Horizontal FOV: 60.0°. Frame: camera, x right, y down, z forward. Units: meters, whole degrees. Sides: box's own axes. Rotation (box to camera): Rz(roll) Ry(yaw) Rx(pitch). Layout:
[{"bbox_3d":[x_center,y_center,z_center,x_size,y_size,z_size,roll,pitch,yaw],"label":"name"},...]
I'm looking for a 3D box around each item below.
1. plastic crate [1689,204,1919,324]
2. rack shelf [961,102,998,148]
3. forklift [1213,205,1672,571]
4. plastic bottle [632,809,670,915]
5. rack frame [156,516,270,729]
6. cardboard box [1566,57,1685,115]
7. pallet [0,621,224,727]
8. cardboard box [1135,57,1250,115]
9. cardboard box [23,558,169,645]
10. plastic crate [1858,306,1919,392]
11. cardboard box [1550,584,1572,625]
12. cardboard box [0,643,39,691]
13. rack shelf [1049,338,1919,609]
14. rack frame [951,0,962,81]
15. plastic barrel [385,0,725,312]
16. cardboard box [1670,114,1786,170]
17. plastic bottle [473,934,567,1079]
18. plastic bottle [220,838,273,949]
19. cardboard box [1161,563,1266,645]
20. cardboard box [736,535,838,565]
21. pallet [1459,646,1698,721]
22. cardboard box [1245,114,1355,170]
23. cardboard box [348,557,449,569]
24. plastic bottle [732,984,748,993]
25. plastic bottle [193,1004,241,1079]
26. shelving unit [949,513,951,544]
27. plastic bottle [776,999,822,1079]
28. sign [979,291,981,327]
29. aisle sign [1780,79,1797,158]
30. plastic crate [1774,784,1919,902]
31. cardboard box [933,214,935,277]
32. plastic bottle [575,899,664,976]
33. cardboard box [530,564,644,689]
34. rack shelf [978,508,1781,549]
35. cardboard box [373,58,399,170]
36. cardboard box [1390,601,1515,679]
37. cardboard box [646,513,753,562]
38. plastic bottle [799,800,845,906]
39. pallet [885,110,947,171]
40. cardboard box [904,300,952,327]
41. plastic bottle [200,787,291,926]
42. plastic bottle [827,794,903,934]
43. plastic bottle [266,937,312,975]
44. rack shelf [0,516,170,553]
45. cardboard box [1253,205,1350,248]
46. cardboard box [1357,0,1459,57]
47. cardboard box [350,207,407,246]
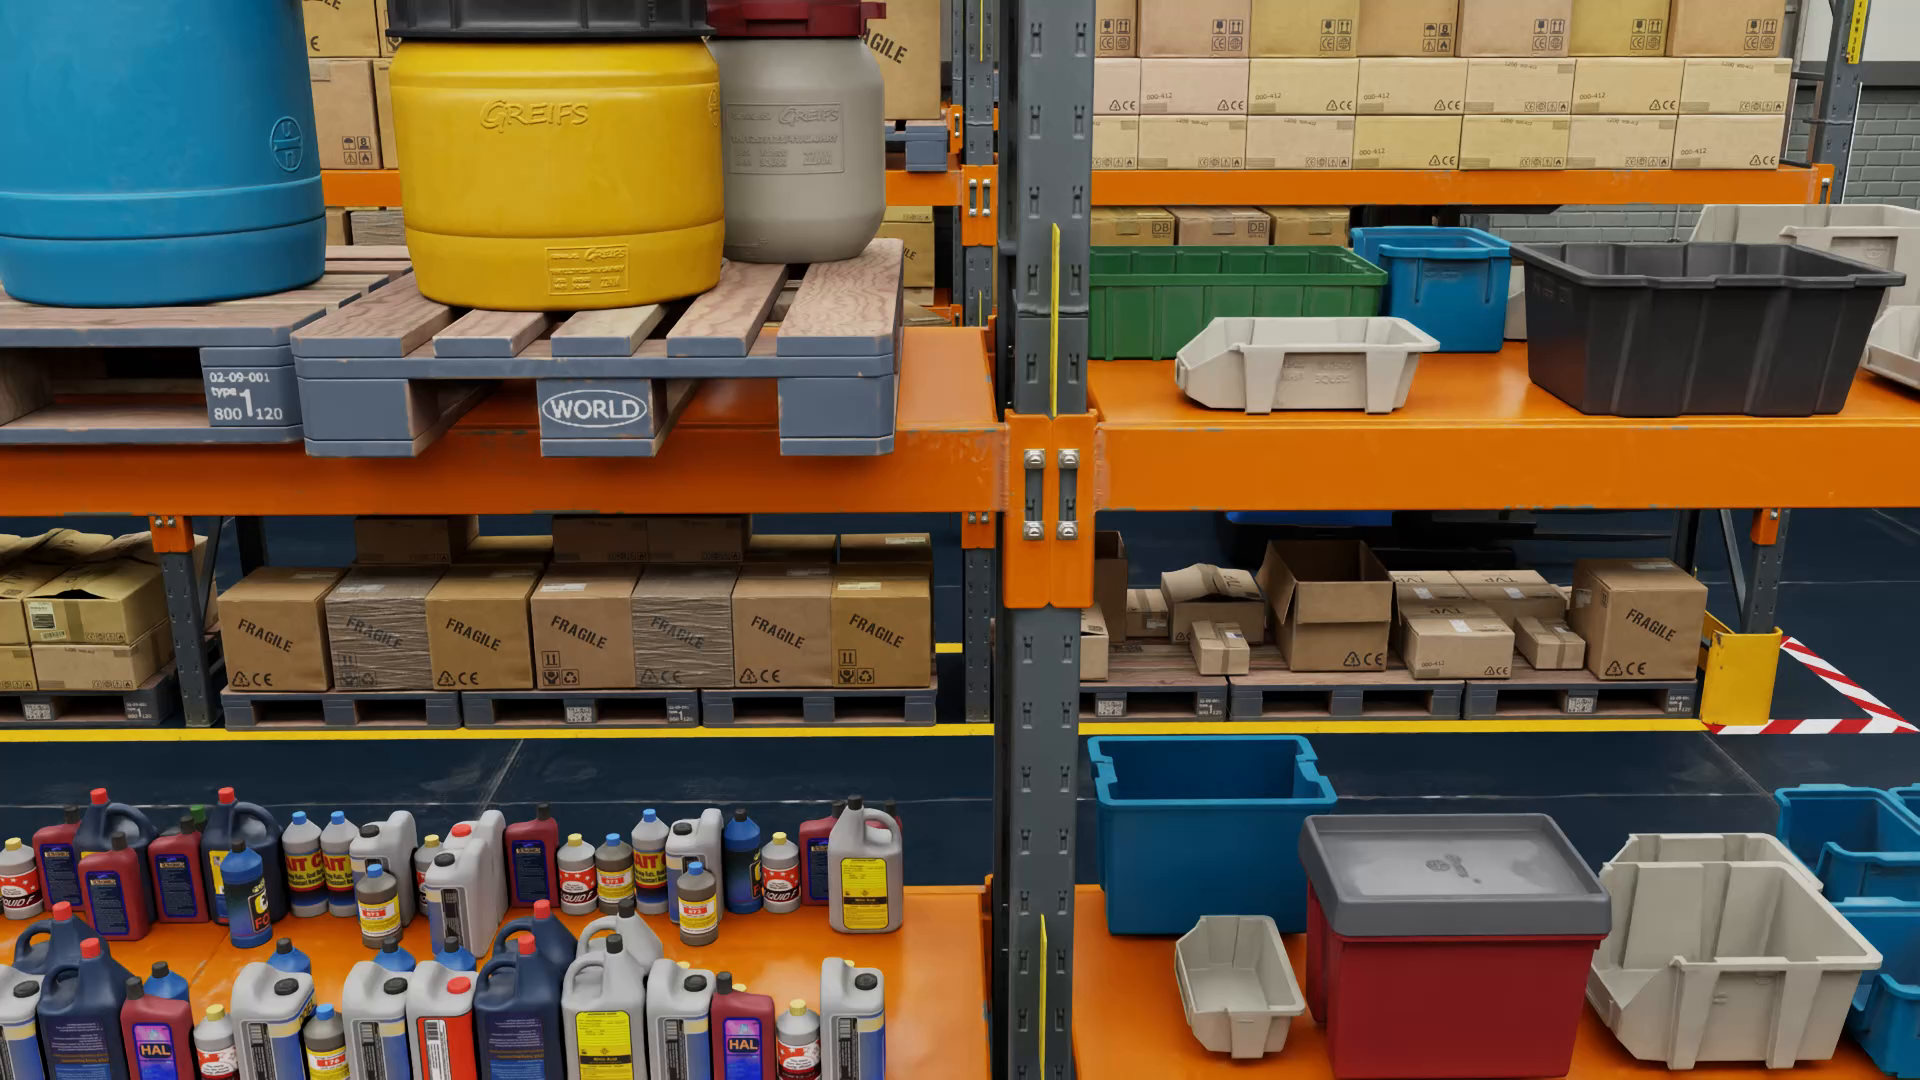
[{"bbox_3d":[1.937,-0.594,3.771,0.530,0.282,0.437,0,18,-1],"label":"plastic crate"},{"bbox_3d":[2.002,-3.240,13.005,4.000,0.370,1.077,0,18,-1],"label":"rack shelf"},{"bbox_3d":[3.286,-1.340,10.925,3.031,2.935,1.130,1,18,3],"label":"forklift"},{"bbox_3d":[-0.793,0.822,4.285,0.097,0.271,0.097,0,18,0],"label":"plastic bottle"},{"bbox_3d":[-3.916,-0.613,8.546,0.127,3.000,1.000,0,18,-1],"label":"rack frame"},{"bbox_3d":[3.074,-2.163,7.897,0.500,0.250,0.500,0,18,-1],"label":"cardboard box"},{"bbox_3d":[-4.739,0.707,8.997,1.213,0.211,1.003,0,18,-1],"label":"pallet"},{"bbox_3d":[1.074,-2.156,7.875,0.500,0.250,0.500,0,18,-1],"label":"cardboard box"},{"bbox_3d":[-4.435,0.307,8.574,0.500,0.311,0.500,0,18,1],"label":"cardboard box"},{"bbox_3d":[2.096,-0.355,3.265,0.530,0.136,0.437,0,18,-1],"label":"plastic crate"},{"bbox_3d":[3.409,0.387,9.349,0.250,0.166,0.380,0,18,-1],"label":"cardboard box"},{"bbox_3d":[-4.953,0.577,8.651,0.500,0.250,0.500,0,18,-2],"label":"cardboard box"},{"bbox_3d":[2.158,-0.214,3.572,4.000,0.370,1.077,0,18,-1],"label":"rack shelf"},{"bbox_3d":[0.002,-5.001,12.406,0.127,3.000,1.000,0,18,-1],"label":"rack frame"},{"bbox_3d":[-0.751,-0.770,3.132,0.600,0.588,0.600,0,18,0],"label":"plastic barrel"},{"bbox_3d":[3.574,-1.925,7.973,0.500,0.250,0.500,0,18,-1],"label":"cardboard box"},{"bbox_3d":[-0.940,1.010,3.570,0.185,0.351,0.144,0,18,-1],"label":"plastic bottle"},{"bbox_3d":[-1.777,0.871,4.133,0.097,0.271,0.097,0,18,0],"label":"plastic bottle"},{"bbox_3d":[1.399,0.346,9.240,0.500,0.311,0.500,0,18,-1],"label":"cardboard box"},{"bbox_3d":[-0.937,0.283,9.127,0.500,0.500,0.500,0,18,0],"label":"cardboard box"},{"bbox_3d":[3.210,0.681,9.079,1.213,0.211,1.003,0,18,-1],"label":"pallet"},{"bbox_3d":[1.574,-1.919,7.953,0.500,0.250,0.500,0,18,-1],"label":"cardboard box"},{"bbox_3d":[-2.984,0.292,9.099,0.500,0.500,0.500,0,18,1],"label":"cardboard box"},{"bbox_3d":[-0.480,1.067,3.635,0.097,0.201,0.097,0,18,0],"label":"plastic bottle"},{"bbox_3d":[-1.582,1.091,3.561,0.097,0.201,0.097,0,18,0],"label":"plastic bottle"},{"bbox_3d":[0.054,-0.500,11.388,0.252,1.050,0.215,0,18,-1],"label":"shelving unit"},{"bbox_3d":[-0.346,1.085,3.579,0.097,0.201,0.097,0,18,0],"label":"plastic bottle"},{"bbox_3d":[0.096,-1.014,7.901,0.005,0.325,0.100,0,18,-1],"label":"sign"},{"bbox_3d":[4.147,-1.979,8.550,0.004,0.787,0.394,0,18,-1],"label":"aisle sign"},{"bbox_3d":[2.289,0.821,4.252,0.300,0.233,0.416,0,18,-1],"label":"plastic crate"},{"bbox_3d":[-0.462,-2.418,13.492,0.500,0.500,0.500,-1,18,-3],"label":"cardboard box"},{"bbox_3d":[-0.758,0.965,3.710,0.185,0.351,0.144,0,18,-1],"label":"plastic bottle"},{"bbox_3d":[-1.909,0.444,8.625,0.500,0.500,0.500,-1,18,-3],"label":"cardboard box"},{"bbox_3d":[2.084,-0.299,8.747,4.000,0.370,1.077,0,18,-1],"label":"rack shelf"},{"bbox_3d":[-2.450,-2.106,8.127,0.500,0.500,0.910,0,18,-1],"label":"cardboard box"},{"bbox_3d":[2.593,0.522,8.791,0.500,0.250,0.500,0,18,-1],"label":"cardboard box"},{"bbox_3d":[-1.404,-0.075,9.016,0.500,0.250,0.500,0,18,-1],"label":"cardboard box"},{"bbox_3d":[-0.348,0.809,4.307,0.133,0.283,0.061,0,18,-1],"label":"plastic bottle"},{"bbox_3d":[-0.569,-1.989,8.234,1.003,0.211,1.213,0,18,-1],"label":"pallet"},{"bbox_3d":[-0.393,-0.945,8.733,0.500,0.500,0.700,-6,19,-19],"label":"cardboard box"},{"bbox_3d":[-1.823,0.796,4.235,0.185,0.351,0.144,0,18,-1],"label":"plastic bottle"},{"bbox_3d":[-0.239,0.807,4.201,0.185,0.351,0.144,0,18,-1],"label":"plastic bottle"},{"bbox_3d":[-1.487,1.011,3.696,0.097,0.271,0.097,0,18,0],"label":"plastic bottle"},{"bbox_3d":[-5.915,-0.260,8.626,4.000,0.370,1.077,0,18,-1],"label":"rack shelf"},{"bbox_3d":[2.764,-2.294,13.298,0.700,0.700,0.980,0,18,-1],"label":"cardboard box"},{"bbox_3d":[2.069,-2.610,8.062,0.500,0.500,0.700,0,18,-1],"label":"cardboard box"},{"bbox_3d":[-4.467,-2.377,13.164,0.500,0.500,0.700,-2,18,-7],"label":"cardboard box"}]
